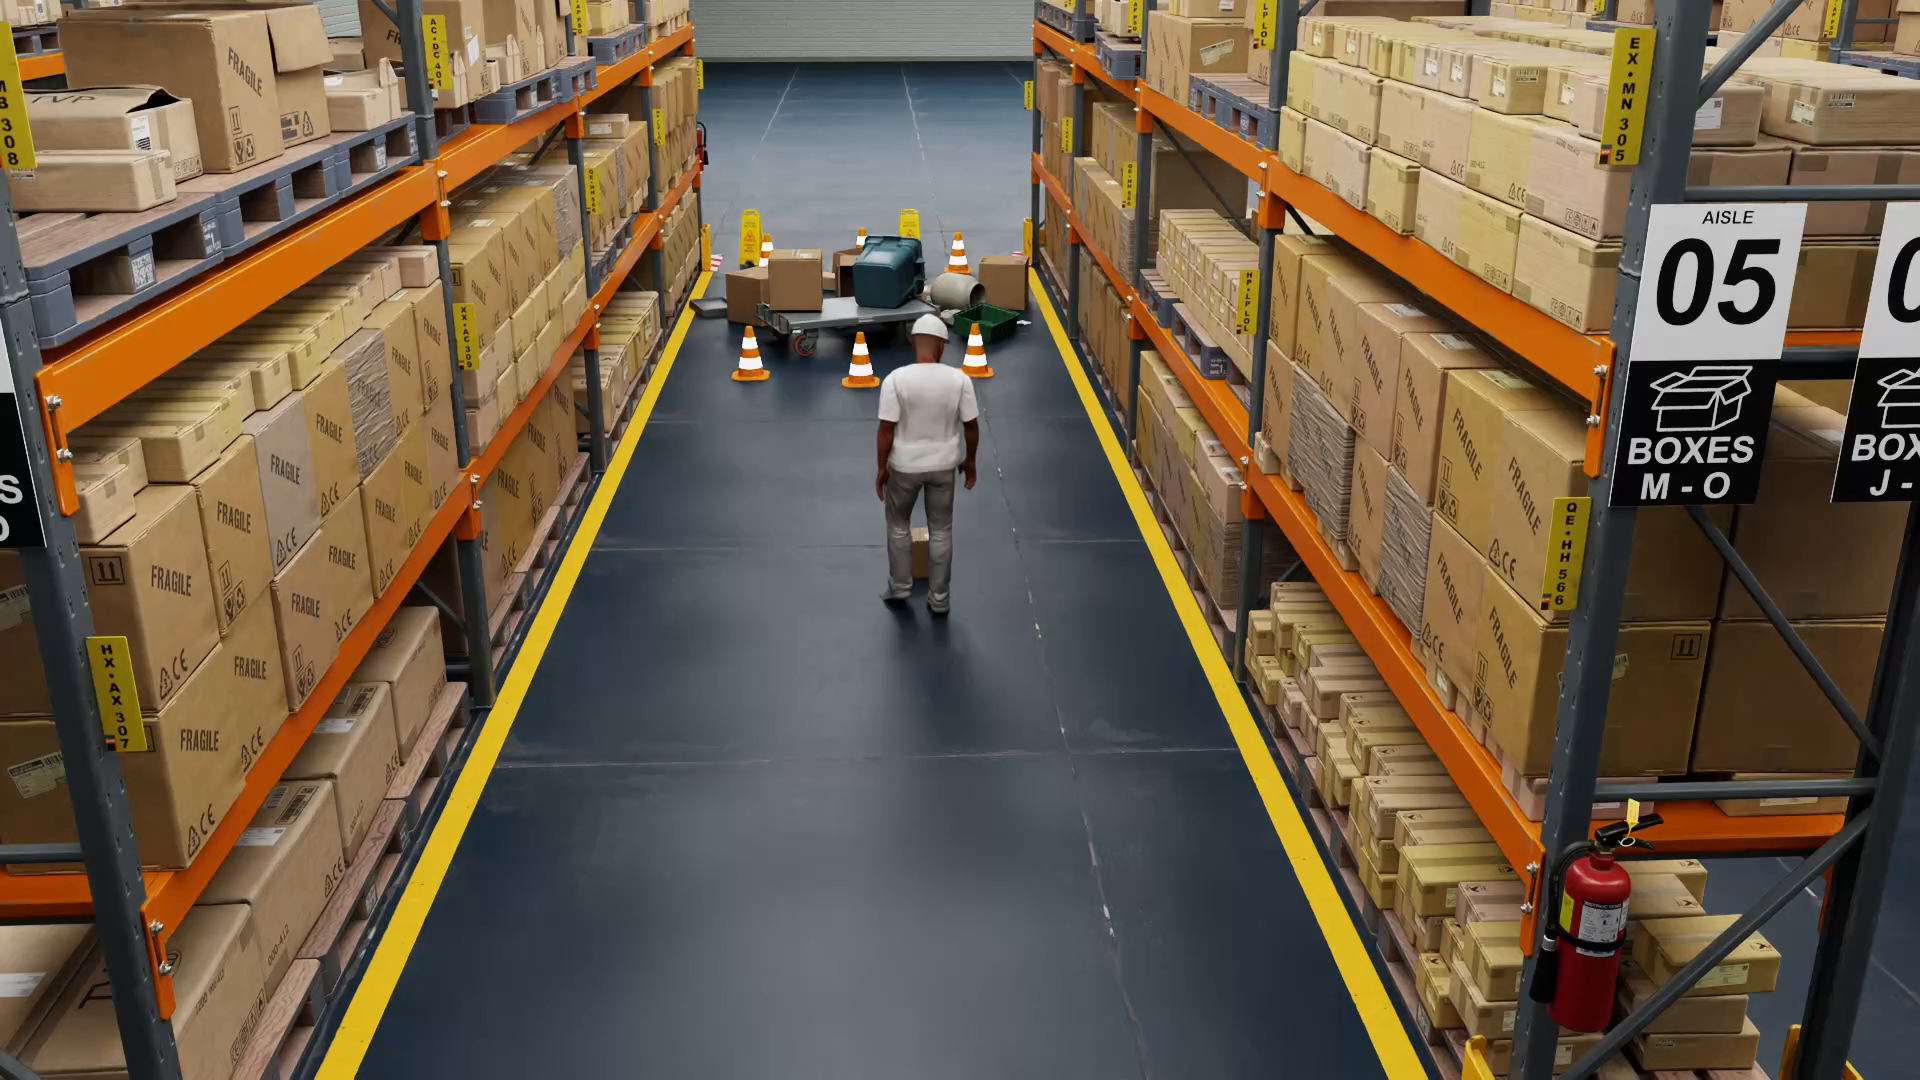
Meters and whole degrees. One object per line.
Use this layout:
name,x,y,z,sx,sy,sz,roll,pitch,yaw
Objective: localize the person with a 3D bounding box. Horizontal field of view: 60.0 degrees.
person,-0.212,-0.429,9.723,0.615,1.814,0.503,-4,21,-10
